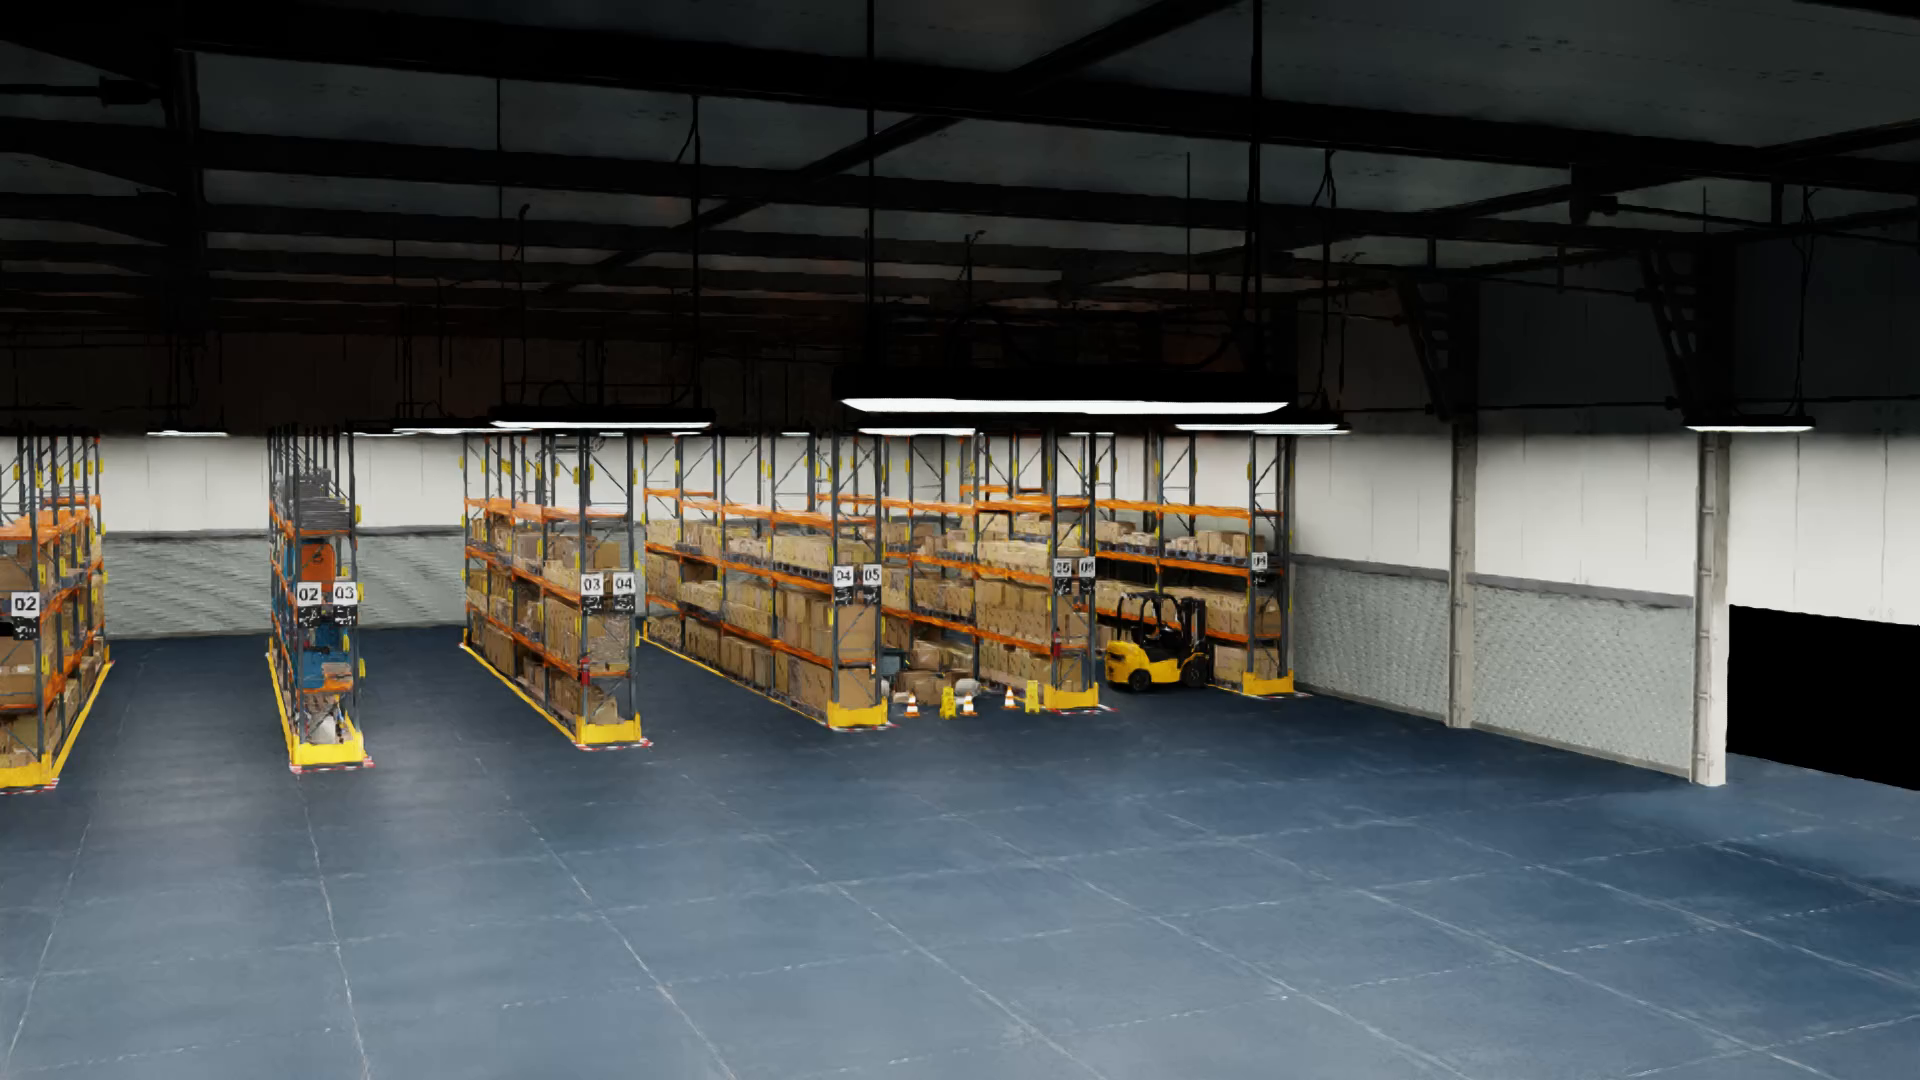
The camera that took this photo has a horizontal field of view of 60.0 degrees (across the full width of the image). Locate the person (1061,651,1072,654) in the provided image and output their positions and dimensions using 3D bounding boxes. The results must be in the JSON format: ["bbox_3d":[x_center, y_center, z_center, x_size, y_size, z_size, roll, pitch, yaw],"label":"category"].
[{"bbox_3d":[2.455,2.478,39.224,0.537,1.677,0.416,2,4,35],"label":"person"}]
